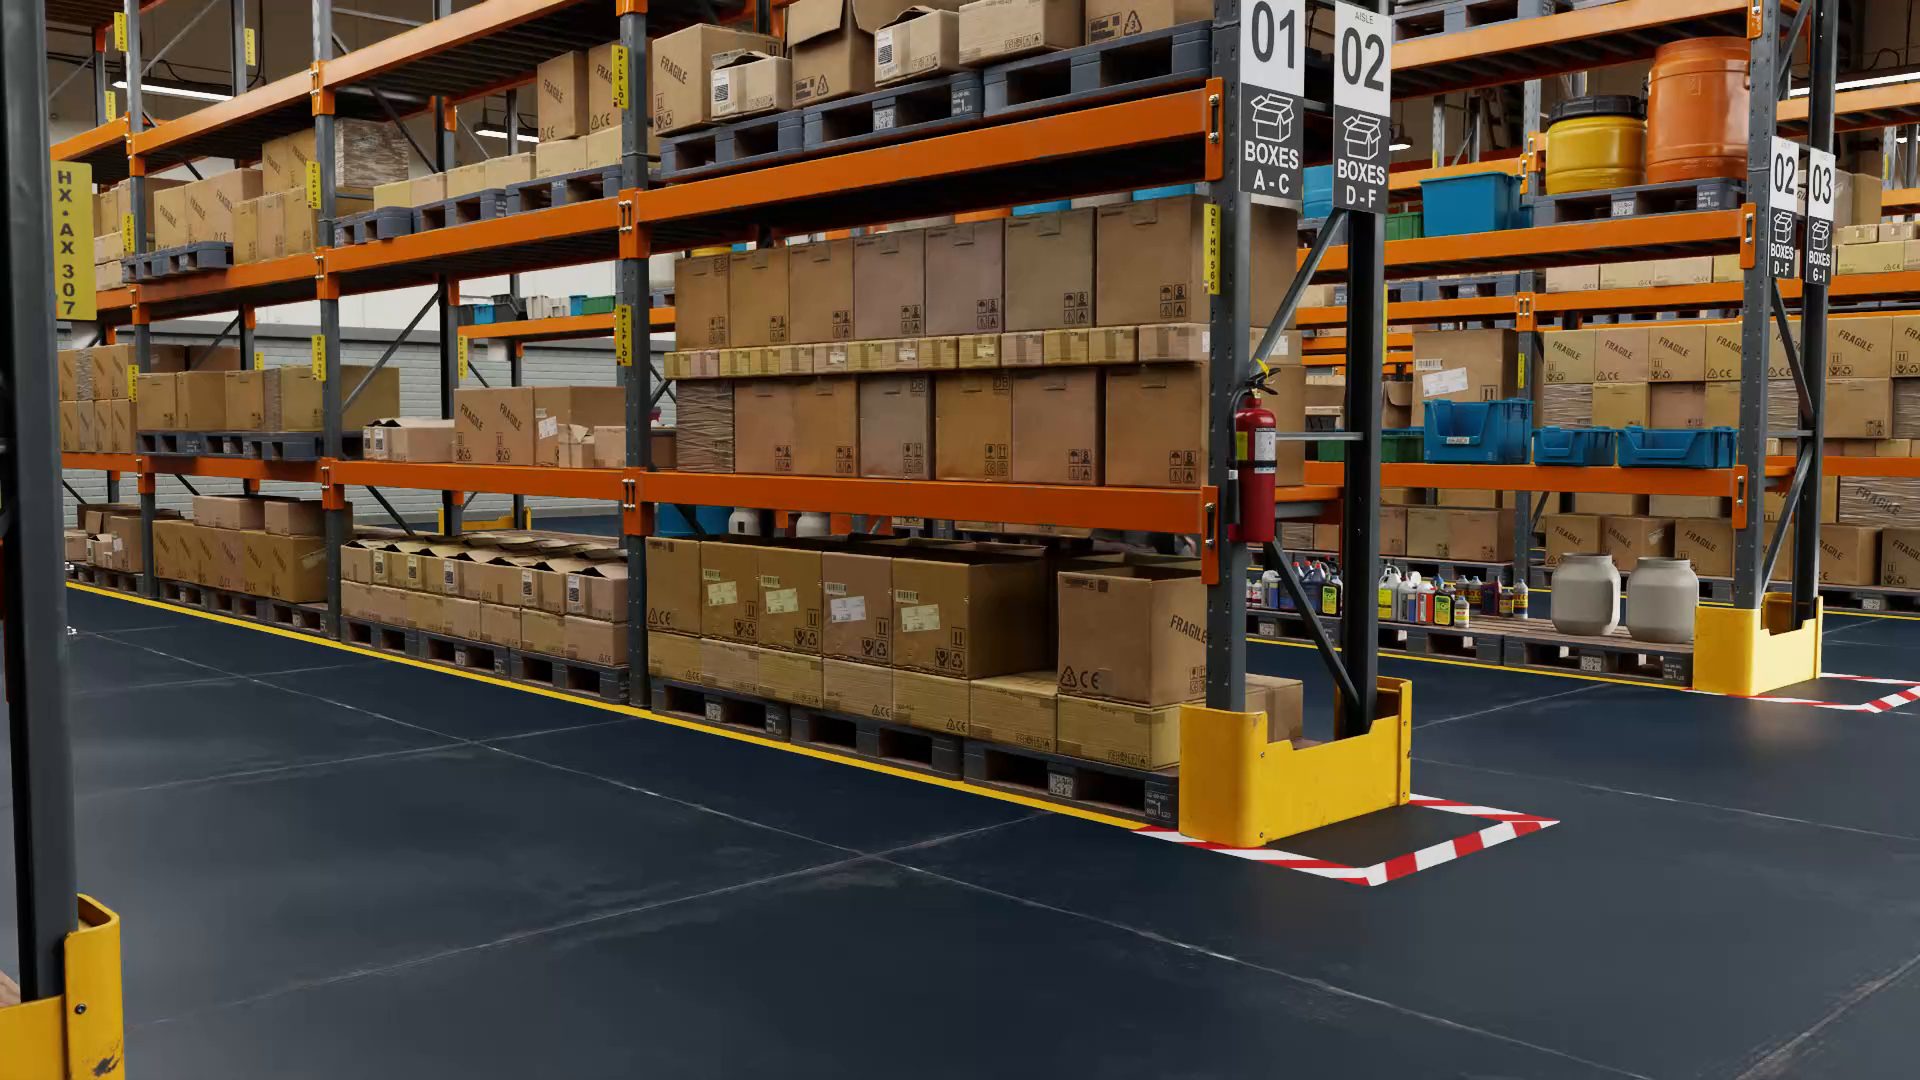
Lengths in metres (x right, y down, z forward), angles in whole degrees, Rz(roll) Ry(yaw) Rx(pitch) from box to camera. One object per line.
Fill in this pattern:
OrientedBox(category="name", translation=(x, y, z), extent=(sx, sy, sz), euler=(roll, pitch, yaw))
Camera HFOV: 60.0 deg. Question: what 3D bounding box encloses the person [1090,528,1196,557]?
OrientedBox(category="person", translation=(1.274, 0.278, 11.240), extent=(0.496, 1.014, 0.948), euler=(4, 5, 43))
